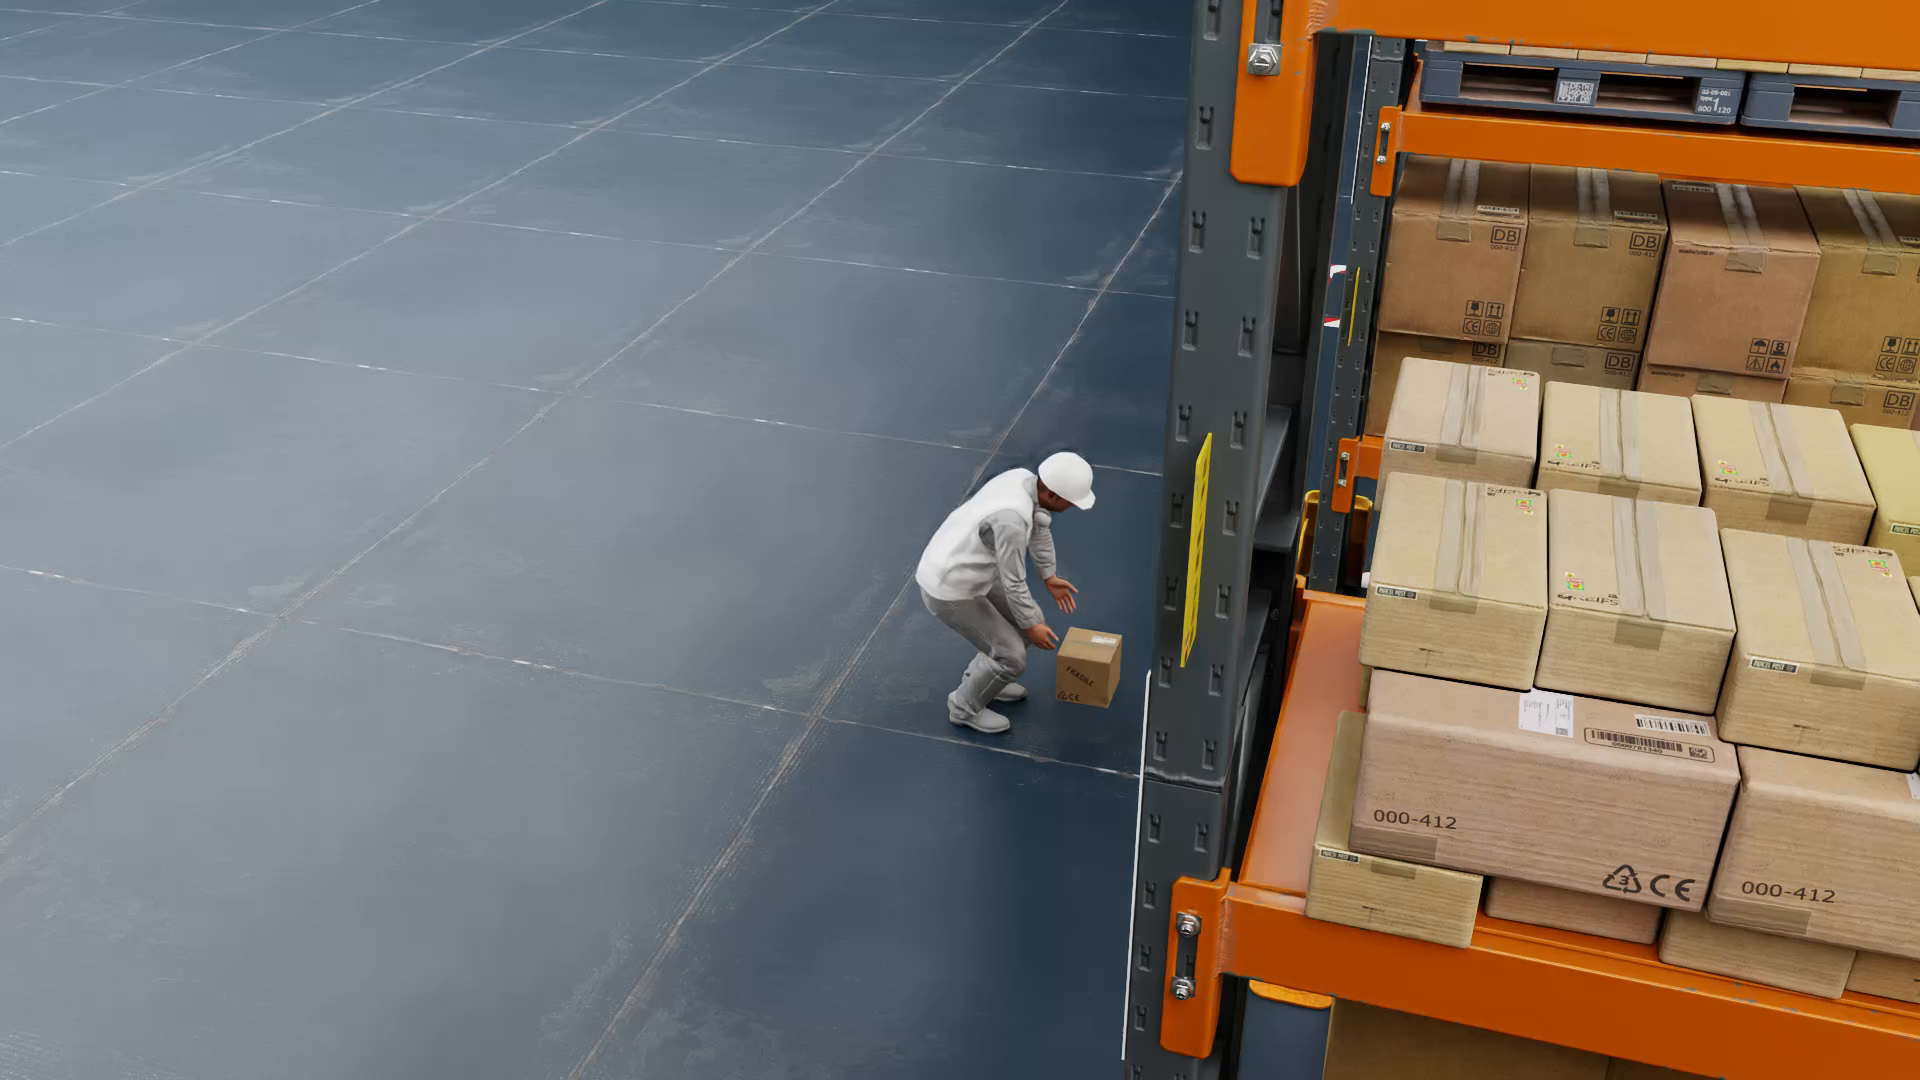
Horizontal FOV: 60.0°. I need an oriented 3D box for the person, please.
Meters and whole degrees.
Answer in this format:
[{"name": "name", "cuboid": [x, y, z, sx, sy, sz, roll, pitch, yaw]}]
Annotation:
[{"name": "person", "cuboid": [0.210, 0.194, 7.646, 0.784, 1.392, 0.591, 9, 30, 15]}]
